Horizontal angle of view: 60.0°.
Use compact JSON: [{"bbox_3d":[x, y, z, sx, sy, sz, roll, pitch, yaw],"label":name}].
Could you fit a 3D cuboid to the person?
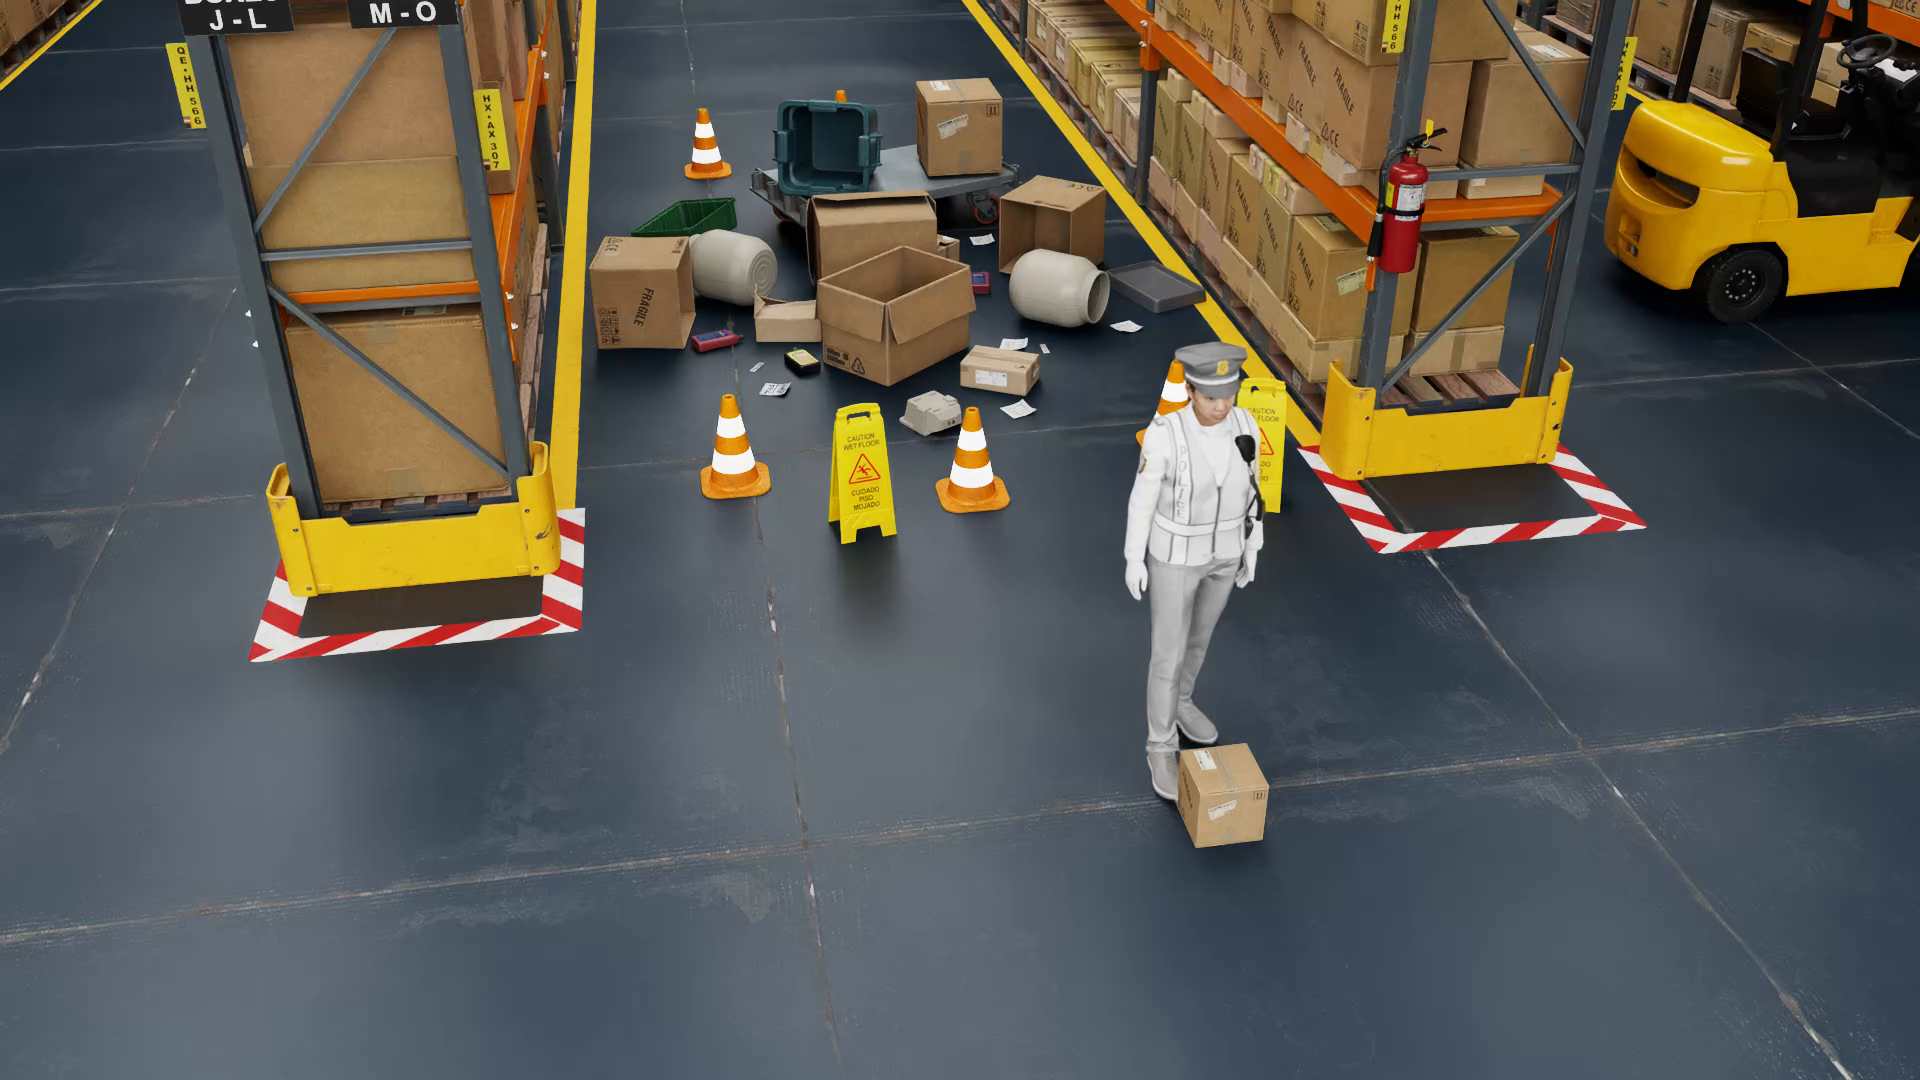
[{"bbox_3d":[0.884,0.091,5.951,0.510,1.666,0.540,-11,32,-17],"label":"person"}]
